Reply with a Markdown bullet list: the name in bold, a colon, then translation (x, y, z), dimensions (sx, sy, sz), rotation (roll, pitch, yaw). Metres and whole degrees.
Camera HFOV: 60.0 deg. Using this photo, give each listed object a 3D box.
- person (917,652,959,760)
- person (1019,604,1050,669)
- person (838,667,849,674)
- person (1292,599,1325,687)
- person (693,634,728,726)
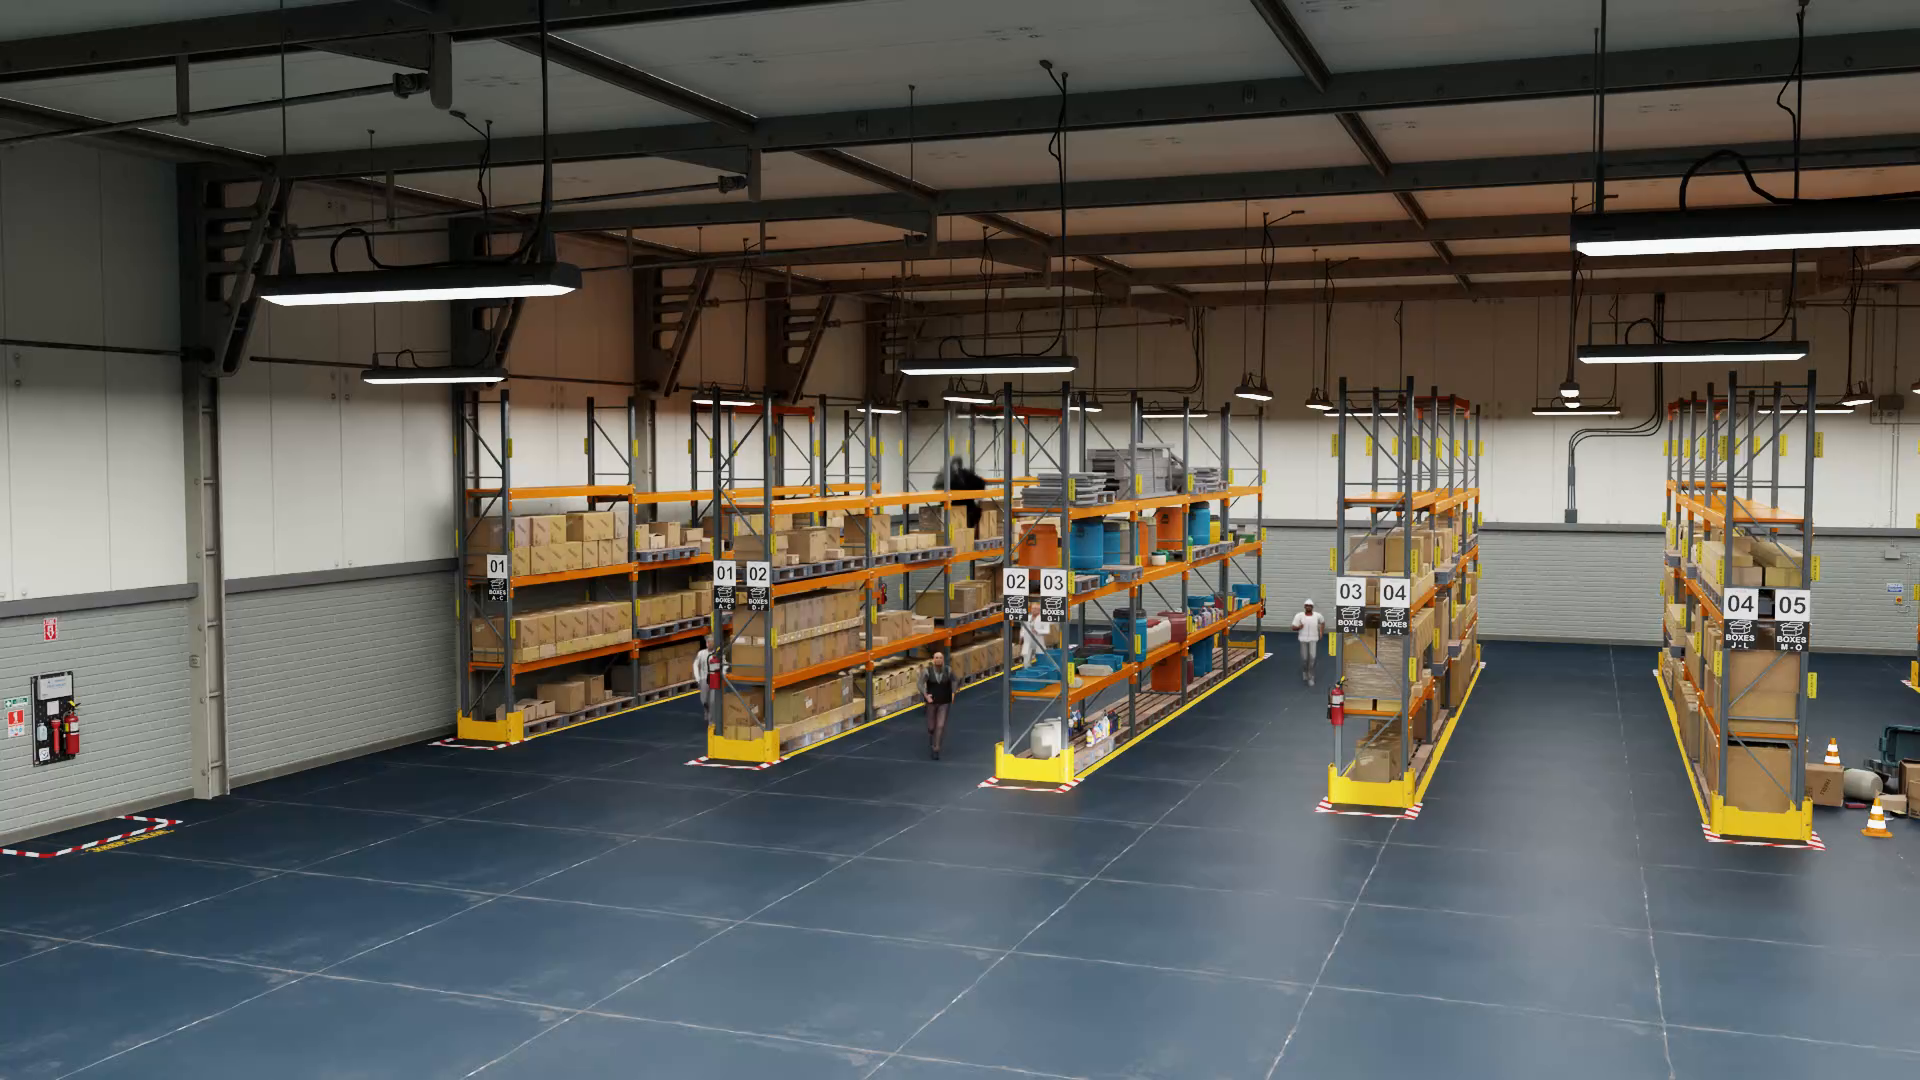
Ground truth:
- **person**: translation (-0.360, 2.671, 27.109), dimensions (0.684, 1.713, 0.884), rotation (0, 3, -3)
- **person**: translation (1.532, 2.255, 34.205), dimensions (0.684, 1.724, 0.922), rotation (1, 3, 15)
- **person**: translation (-2.459, 2.257, 34.643), dimensions (0.555, 1.701, 0.880), rotation (1, 3, 15)
- **person**: translation (7.384, 2.158, 35.269), dimensions (0.682, 1.808, 0.807), rotation (1, 3, 13)
- **person**: translation (-4.512, 2.526, 30.029), dimensions (0.628, 1.664, 0.502), rotation (0, 3, -1)
